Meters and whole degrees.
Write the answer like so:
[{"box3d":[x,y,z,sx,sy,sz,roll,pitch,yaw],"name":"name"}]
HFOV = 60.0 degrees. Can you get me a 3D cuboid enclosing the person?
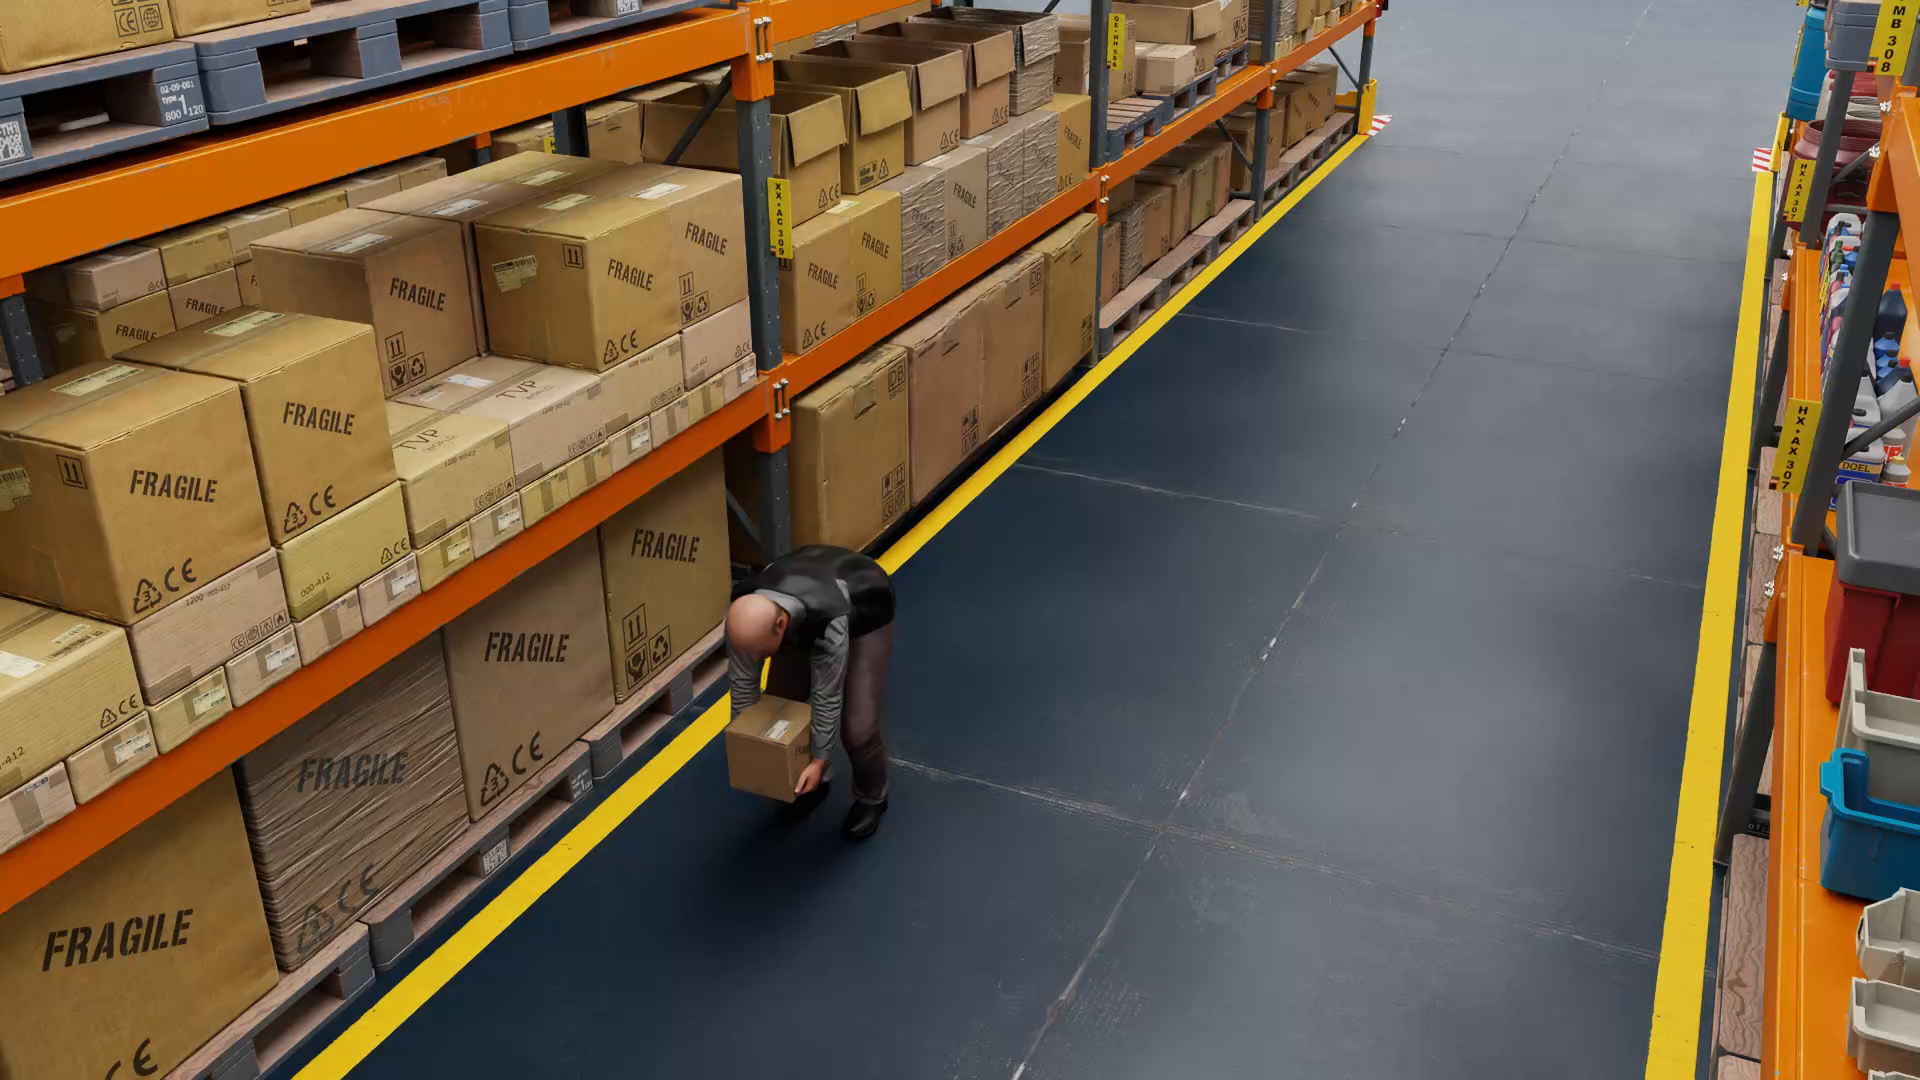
[{"box3d":[-0.554,0.584,6.020,0.479,1.216,0.926,10,28,20],"name":"person"}]
